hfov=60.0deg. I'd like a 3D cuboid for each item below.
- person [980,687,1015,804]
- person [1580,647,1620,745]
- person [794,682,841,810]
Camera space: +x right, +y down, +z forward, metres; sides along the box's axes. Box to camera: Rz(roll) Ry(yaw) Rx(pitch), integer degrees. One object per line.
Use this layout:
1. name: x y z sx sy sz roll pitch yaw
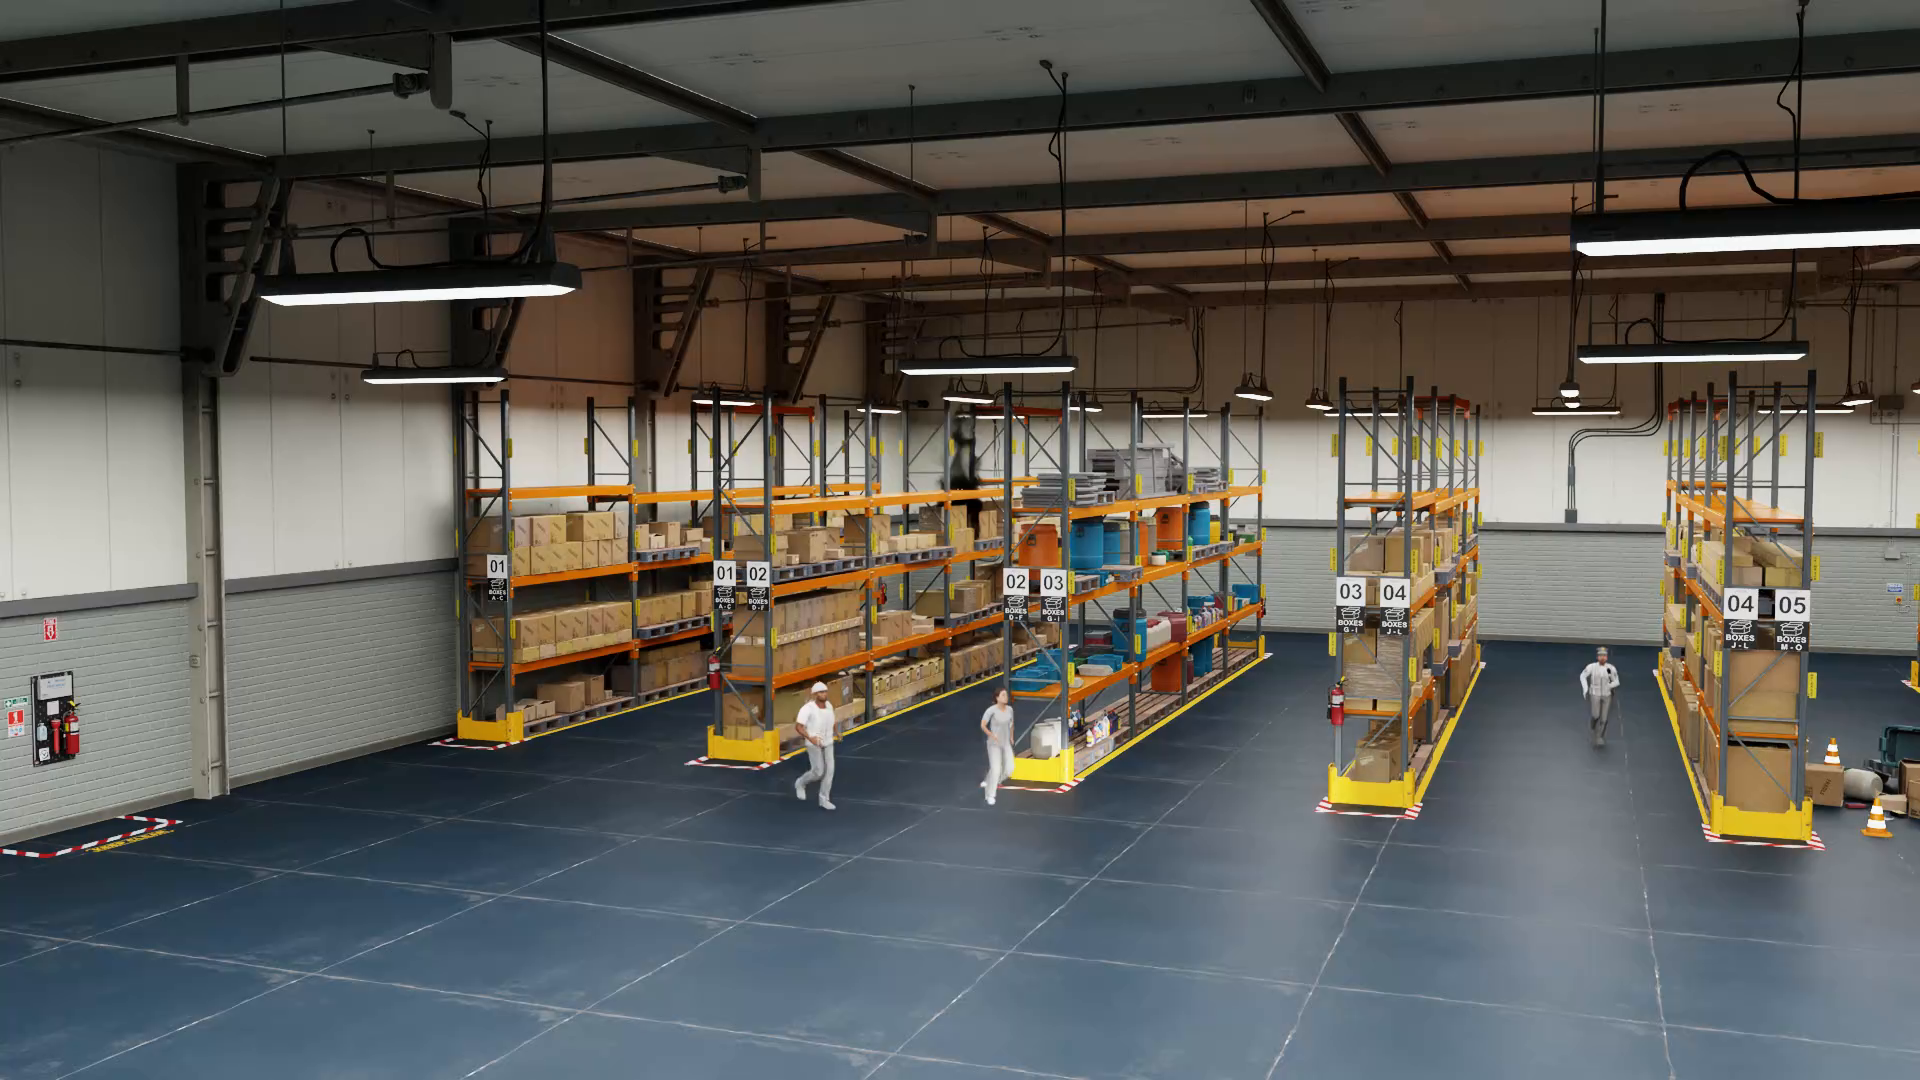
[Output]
1. person: 0.569 2.903 23.556 0.578 1.636 0.535 -2 4 -27
2. person: 10.736 2.621 27.867 0.593 1.660 0.616 1 3 13
3. person: -1.988 2.856 23.255 0.726 1.755 0.719 -3 4 -45
